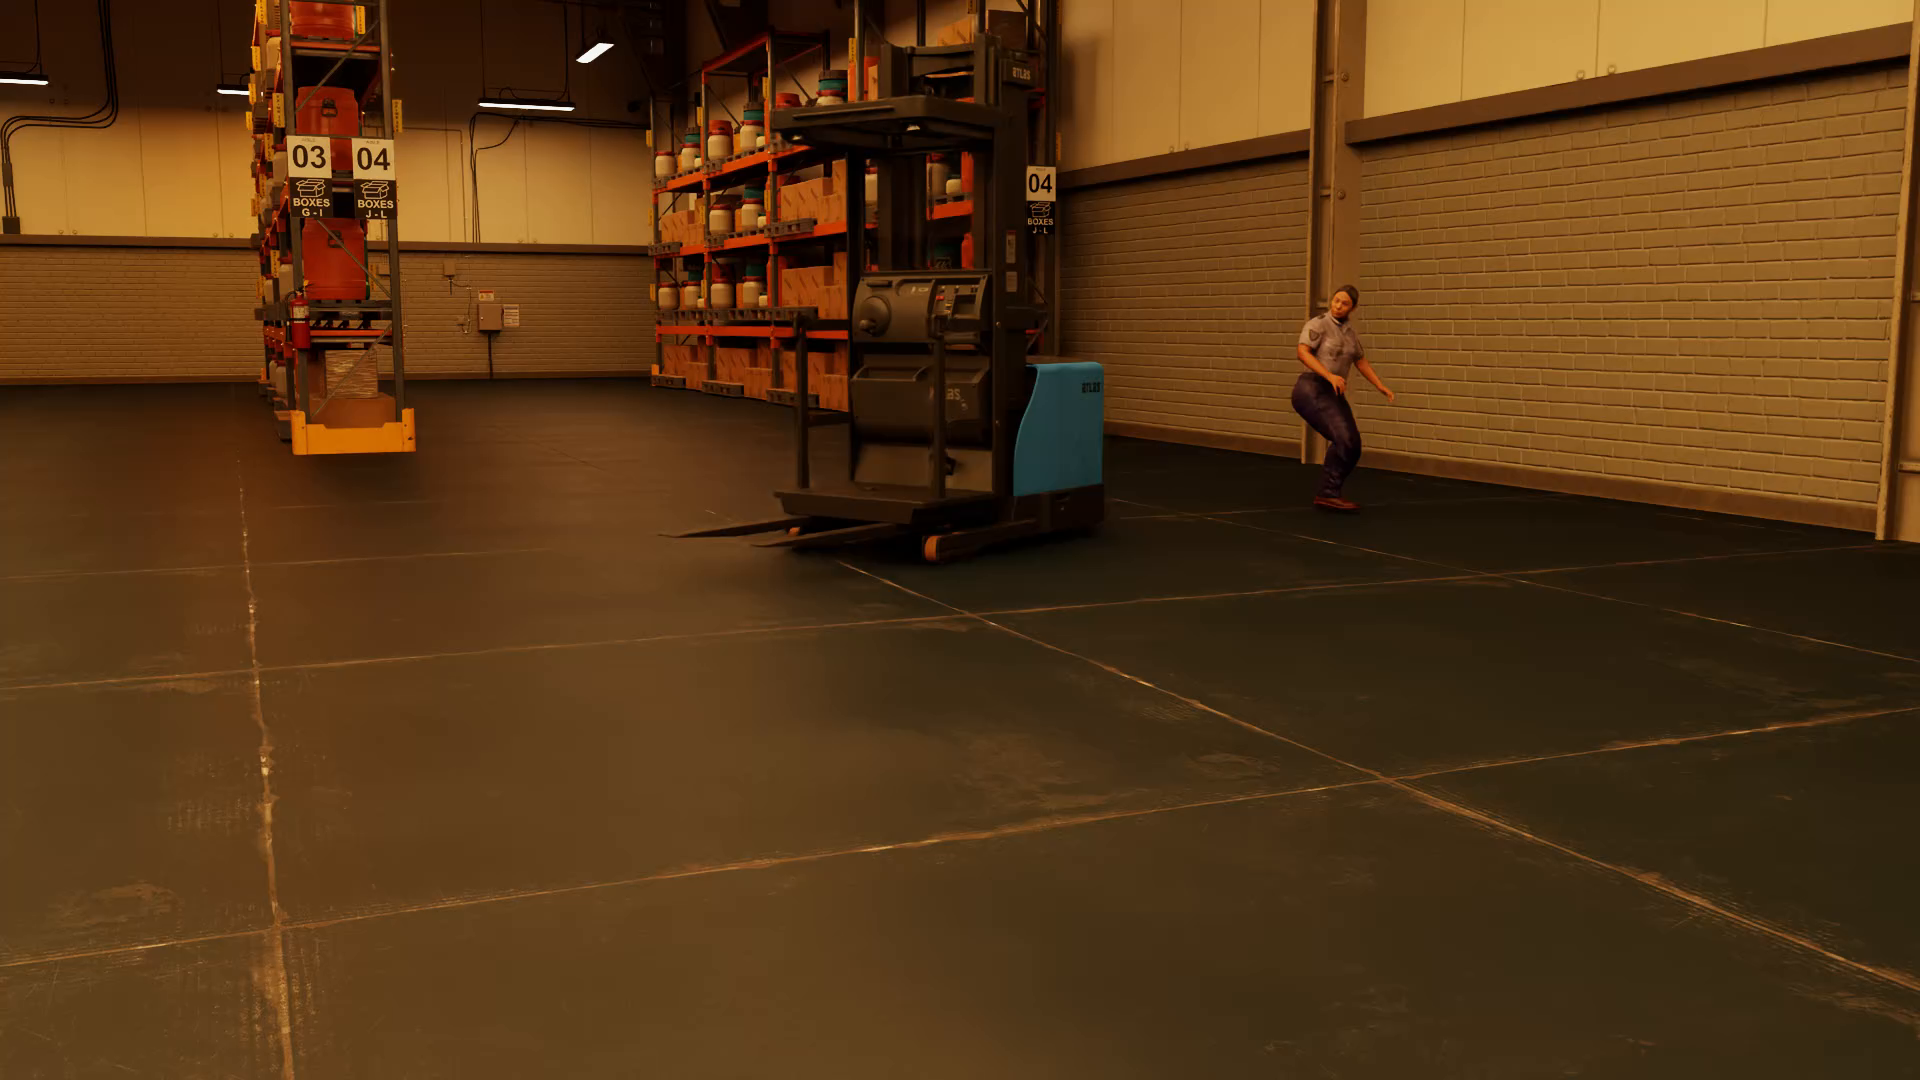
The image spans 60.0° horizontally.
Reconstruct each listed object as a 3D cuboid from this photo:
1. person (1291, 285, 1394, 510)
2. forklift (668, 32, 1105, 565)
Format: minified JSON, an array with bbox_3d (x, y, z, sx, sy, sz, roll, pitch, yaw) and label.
[{"bbox_3d":[2.652,-0.973,11.620,0.566,1.603,0.720,6,10,41],"label":"person"},{"bbox_3d":[-0.358,-1.389,9.472,1.130,2.935,3.031,5,9,36],"label":"forklift"}]
